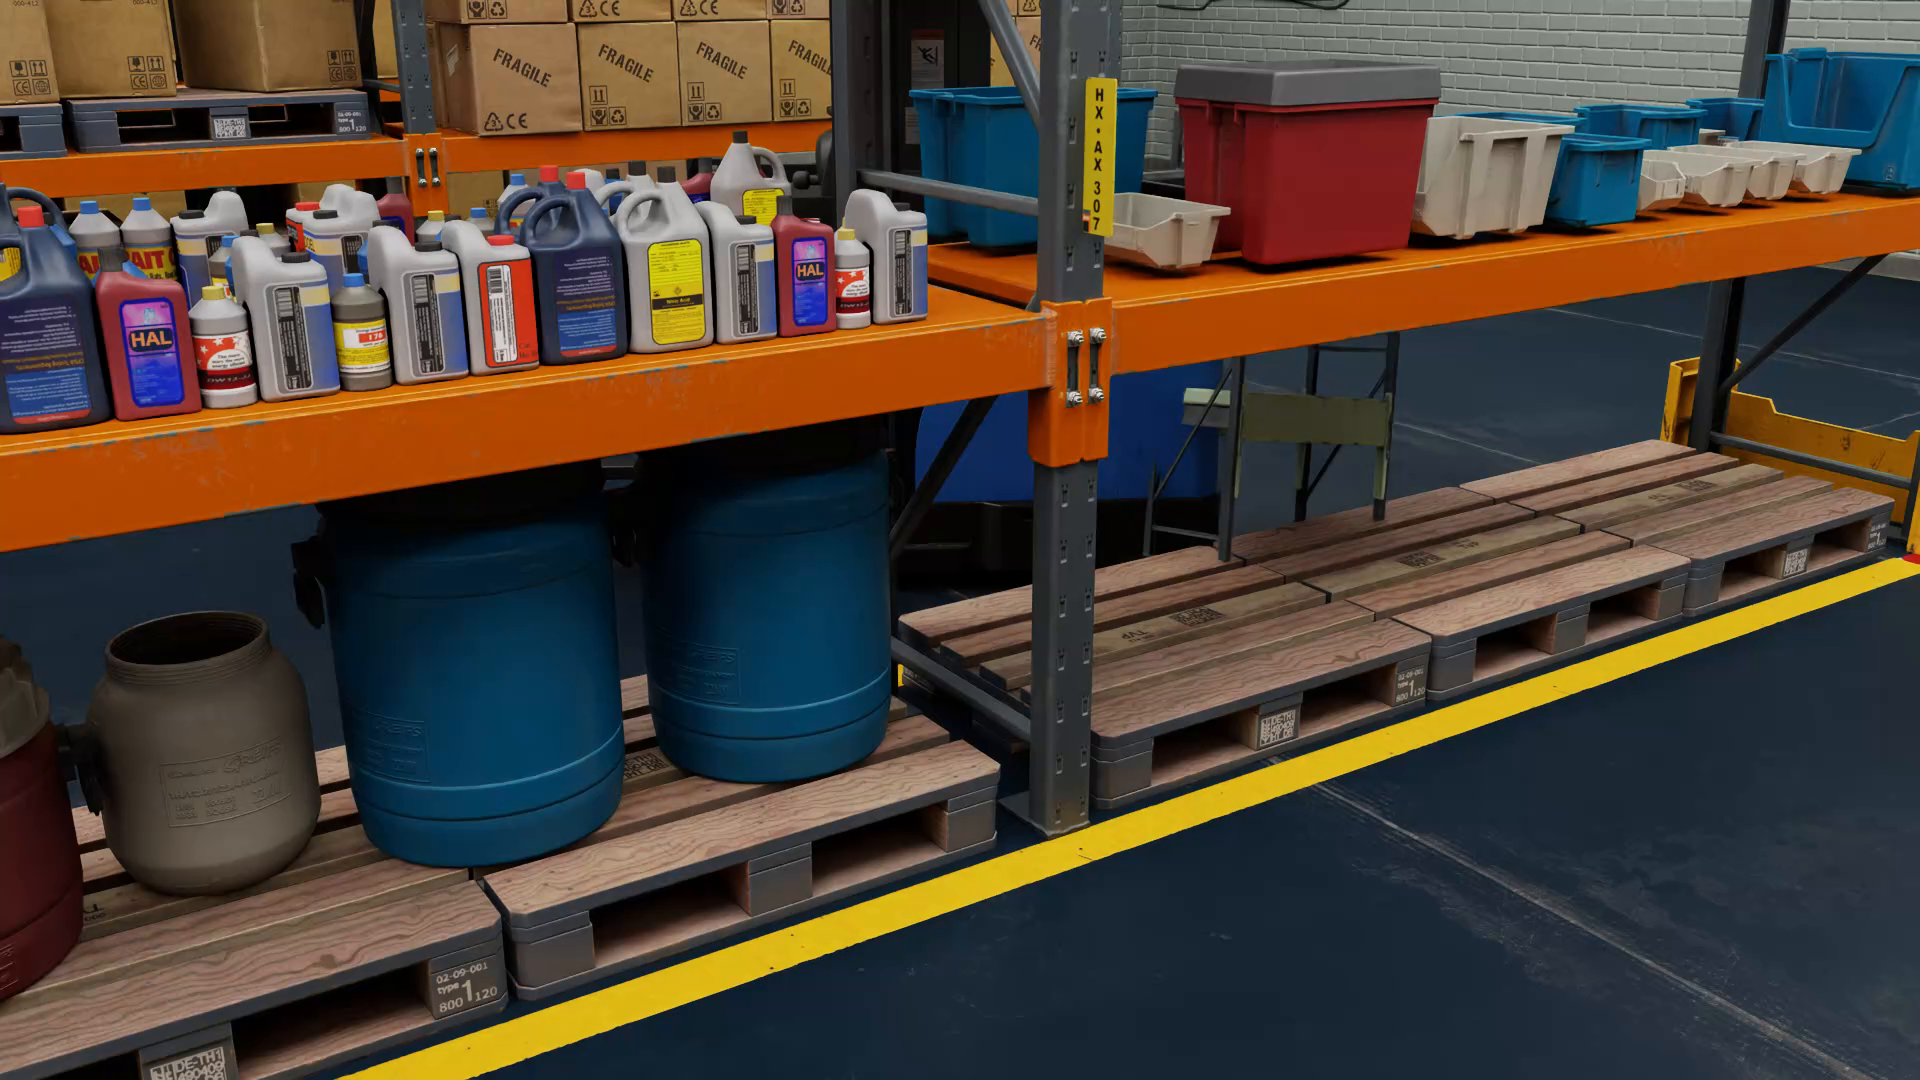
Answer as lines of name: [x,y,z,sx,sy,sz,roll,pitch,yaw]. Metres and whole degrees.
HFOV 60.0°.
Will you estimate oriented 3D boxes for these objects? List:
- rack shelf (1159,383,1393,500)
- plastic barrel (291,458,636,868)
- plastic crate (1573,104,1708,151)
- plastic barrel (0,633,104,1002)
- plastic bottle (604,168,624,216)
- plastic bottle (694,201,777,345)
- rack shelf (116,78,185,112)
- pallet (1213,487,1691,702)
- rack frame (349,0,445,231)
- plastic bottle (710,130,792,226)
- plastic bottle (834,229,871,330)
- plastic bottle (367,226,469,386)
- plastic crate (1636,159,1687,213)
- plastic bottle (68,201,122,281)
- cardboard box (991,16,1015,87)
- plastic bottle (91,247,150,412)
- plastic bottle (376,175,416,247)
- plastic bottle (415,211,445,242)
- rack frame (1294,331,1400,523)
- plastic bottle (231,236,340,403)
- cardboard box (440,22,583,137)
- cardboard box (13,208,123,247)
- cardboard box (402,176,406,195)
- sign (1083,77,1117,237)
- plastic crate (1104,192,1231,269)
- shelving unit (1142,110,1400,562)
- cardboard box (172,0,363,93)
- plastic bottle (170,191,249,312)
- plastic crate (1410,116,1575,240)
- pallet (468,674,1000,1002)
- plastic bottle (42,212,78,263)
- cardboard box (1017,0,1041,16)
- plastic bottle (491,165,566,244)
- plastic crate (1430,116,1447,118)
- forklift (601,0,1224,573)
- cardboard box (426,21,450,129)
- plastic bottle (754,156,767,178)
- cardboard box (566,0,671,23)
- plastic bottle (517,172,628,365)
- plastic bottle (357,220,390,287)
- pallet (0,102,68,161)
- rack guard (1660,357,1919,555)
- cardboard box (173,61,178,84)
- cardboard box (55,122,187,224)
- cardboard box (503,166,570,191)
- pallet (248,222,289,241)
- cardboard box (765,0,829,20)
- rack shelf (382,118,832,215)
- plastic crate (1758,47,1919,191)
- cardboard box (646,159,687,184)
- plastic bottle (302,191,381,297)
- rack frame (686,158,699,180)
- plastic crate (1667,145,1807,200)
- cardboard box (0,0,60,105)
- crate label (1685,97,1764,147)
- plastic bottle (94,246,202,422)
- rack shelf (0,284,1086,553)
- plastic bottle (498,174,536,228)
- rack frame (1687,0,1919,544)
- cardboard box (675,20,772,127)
rack shelf: [1.074,-0.345,5.721,0.720,0.370,0.431,-1,7,-35]
plastic barrel: [-1.060,0.182,3.644,0.708,0.901,0.600,-12,22,-31]
plastic crate: [2.399,-1.412,5.905,0.300,0.233,0.416,-12,22,-31]
plastic barrel: [-2.003,0.529,3.106,0.708,0.588,0.600,-12,22,-31]
plastic bottle: [-0.824,-0.752,3.987,0.097,0.271,0.097,0,19,0]
plastic bottle: [-0.461,-0.550,3.383,0.135,0.276,0.152,-12,22,-31]
rack shelf: [-7.124,-2.786,10.926,4.000,0.370,1.077,-12,22,-31]
pallet: [1.608,0.135,5.514,1.213,0.211,1.003,-12,22,-31]
rack frame: [-2.726,-2.155,7.936,0.127,3.000,1.000,-12,22,-31]
plastic bottle: [-0.511,-0.824,4.074,0.185,0.351,0.144,-12,22,-31]
plastic bottle: [-0.238,-0.552,3.503,0.097,0.201,0.097,0,19,0]
plastic bottle: [-0.995,-0.438,3.050,0.135,0.276,0.152,-12,22,-31]
plastic crate: [2.048,-1.086,5.090,0.250,0.136,0.298,-12,22,-31]
plastic bottle: [-1.761,-0.555,3.403,0.097,0.271,0.097,0,19,0]
cardboard box: [-0.041,-2.663,9.282,0.500,0.500,0.500,-12,22,-31]
plastic bottle: [-1.415,-0.360,2.827,0.097,0.271,0.097,0,19,0]
plastic bottle: [-1.287,-0.667,3.717,0.133,0.283,0.061,-12,22,-31]
plastic bottle: [-1.181,-0.644,3.776,0.097,0.201,0.097,0,19,0]
rack frame: [1.392,-0.672,5.900,0.023,1.500,0.400,-1,7,-35]
plastic bottle: [-1.188,-0.397,2.929,0.135,0.276,0.152,-12,22,-31]
cardboard box: [-2.150,-2.219,7.969,0.500,0.500,0.500,-11,22,-30]
cardboard box: [-4.099,-1.338,7.565,0.500,0.250,0.500,-12,22,-31]
cardboard box: [-4.351,-2.686,12.754,0.500,0.500,0.700,-12,22,-32]
sign: [0.296,-0.813,3.534,0.005,0.325,0.100,-12,22,-31]
plastic crate: [0.463,-0.777,4.177,0.243,0.136,0.396,-12,22,-31]
shelving unit: [1.093,-0.669,5.688,0.755,1.500,0.431,-1,7,-35]
cardboard box: [-3.244,-2.378,7.782,0.700,0.500,0.500,14,23,35]
plastic bottle: [-1.568,-0.587,3.491,0.135,0.276,0.152,-12,22,-31]
plastic crate: [1.372,-1.021,4.674,0.530,0.282,0.437,-12,22,-31]
pallet: [-0.672,0.616,4.092,1.213,0.211,1.003,-12,22,-31]
plastic bottle: [-1.763,-0.499,3.238,0.097,0.271,0.097,0,19,0]
cardboard box: [0.395,-3.229,9.394,0.500,0.500,0.500,-12,22,-32]
plastic bottle: [-0.826,-0.563,3.302,0.185,0.351,0.144,-12,22,-31]
plastic crate: [1.599,-1.243,5.405,0.300,0.233,0.416,-12,22,-31]
forklift: [-0.628,-1.379,5.747,3.031,2.935,1.130,-1,19,-3]
cardboard box: [-2.449,-2.359,8.383,0.500,0.500,0.500,-11,22,-31]
plastic bottle: [-0.545,-0.824,4.180,0.133,0.283,0.061,-12,22,-31]
cardboard box: [-1.747,-2.775,8.051,0.500,0.500,0.500,-13,22,-33]
plastic bottle: [-0.747,-0.524,3.188,0.185,0.351,0.144,-12,22,-31]
plastic bottle: [-1.079,-0.466,3.140,0.097,0.271,0.097,0,19,0]
pallet: [-4.445,-1.703,6.899,1.213,0.211,1.003,-12,22,-31]
rack guard: [3.349,-0.358,6.522,0.348,0.500,1.175,-12,22,-31]
cardboard box: [-5.580,-3.235,11.490,0.250,0.149,0.380,-12,22,-31]
cardboard box: [-5.925,-2.511,11.688,0.750,0.750,0.750,-12,22,-31]
cardboard box: [-3.480,-2.872,13.303,0.500,0.500,0.700,-13,22,-33]
pallet: [-4.775,-2.271,12.634,1.213,0.211,1.003,-12,22,-31]
cardboard box: [-0.886,-2.956,8.589,0.500,0.500,0.500,-11,22,-30]
rack shelf: [-1.055,-2.166,9.093,4.000,0.370,1.077,-12,22,-31]
plastic crate: [3.159,-1.470,5.761,0.499,0.435,0.616,-12,22,-31]
cardboard box: [-2.642,-3.049,13.826,0.500,0.500,0.700,-12,22,-31]
plastic bottle: [-1.290,-0.587,3.492,0.135,0.276,0.152,-12,22,-31]
rack frame: [-2.112,-4.184,13.937,0.127,3.000,1.000,-12,22,-31]
plastic crate: [2.505,-1.198,5.423,0.243,0.136,0.396,-12,22,-31]
cardboard box: [-4.167,-2.074,6.883,0.700,0.500,0.500,16,24,39]
crate label: [2.949,-1.528,6.248,0.303,0.233,0.416,-12,22,-31]
plastic bottle: [-1.356,-0.348,2.771,0.133,0.283,0.061,-12,22,-31]
rack shelf: [-1.675,-0.136,3.088,4.000,0.370,1.077,-12,22,-31]
plastic bottle: [-1.018,-0.711,3.866,0.097,0.271,0.097,0,19,0]
rack frame: [3.336,-1.534,6.099,0.127,3.000,1.000,-12,22,-31]
cardboard box: [-1.305,-2.398,8.498,0.500,0.500,0.500,-12,22,-32]
